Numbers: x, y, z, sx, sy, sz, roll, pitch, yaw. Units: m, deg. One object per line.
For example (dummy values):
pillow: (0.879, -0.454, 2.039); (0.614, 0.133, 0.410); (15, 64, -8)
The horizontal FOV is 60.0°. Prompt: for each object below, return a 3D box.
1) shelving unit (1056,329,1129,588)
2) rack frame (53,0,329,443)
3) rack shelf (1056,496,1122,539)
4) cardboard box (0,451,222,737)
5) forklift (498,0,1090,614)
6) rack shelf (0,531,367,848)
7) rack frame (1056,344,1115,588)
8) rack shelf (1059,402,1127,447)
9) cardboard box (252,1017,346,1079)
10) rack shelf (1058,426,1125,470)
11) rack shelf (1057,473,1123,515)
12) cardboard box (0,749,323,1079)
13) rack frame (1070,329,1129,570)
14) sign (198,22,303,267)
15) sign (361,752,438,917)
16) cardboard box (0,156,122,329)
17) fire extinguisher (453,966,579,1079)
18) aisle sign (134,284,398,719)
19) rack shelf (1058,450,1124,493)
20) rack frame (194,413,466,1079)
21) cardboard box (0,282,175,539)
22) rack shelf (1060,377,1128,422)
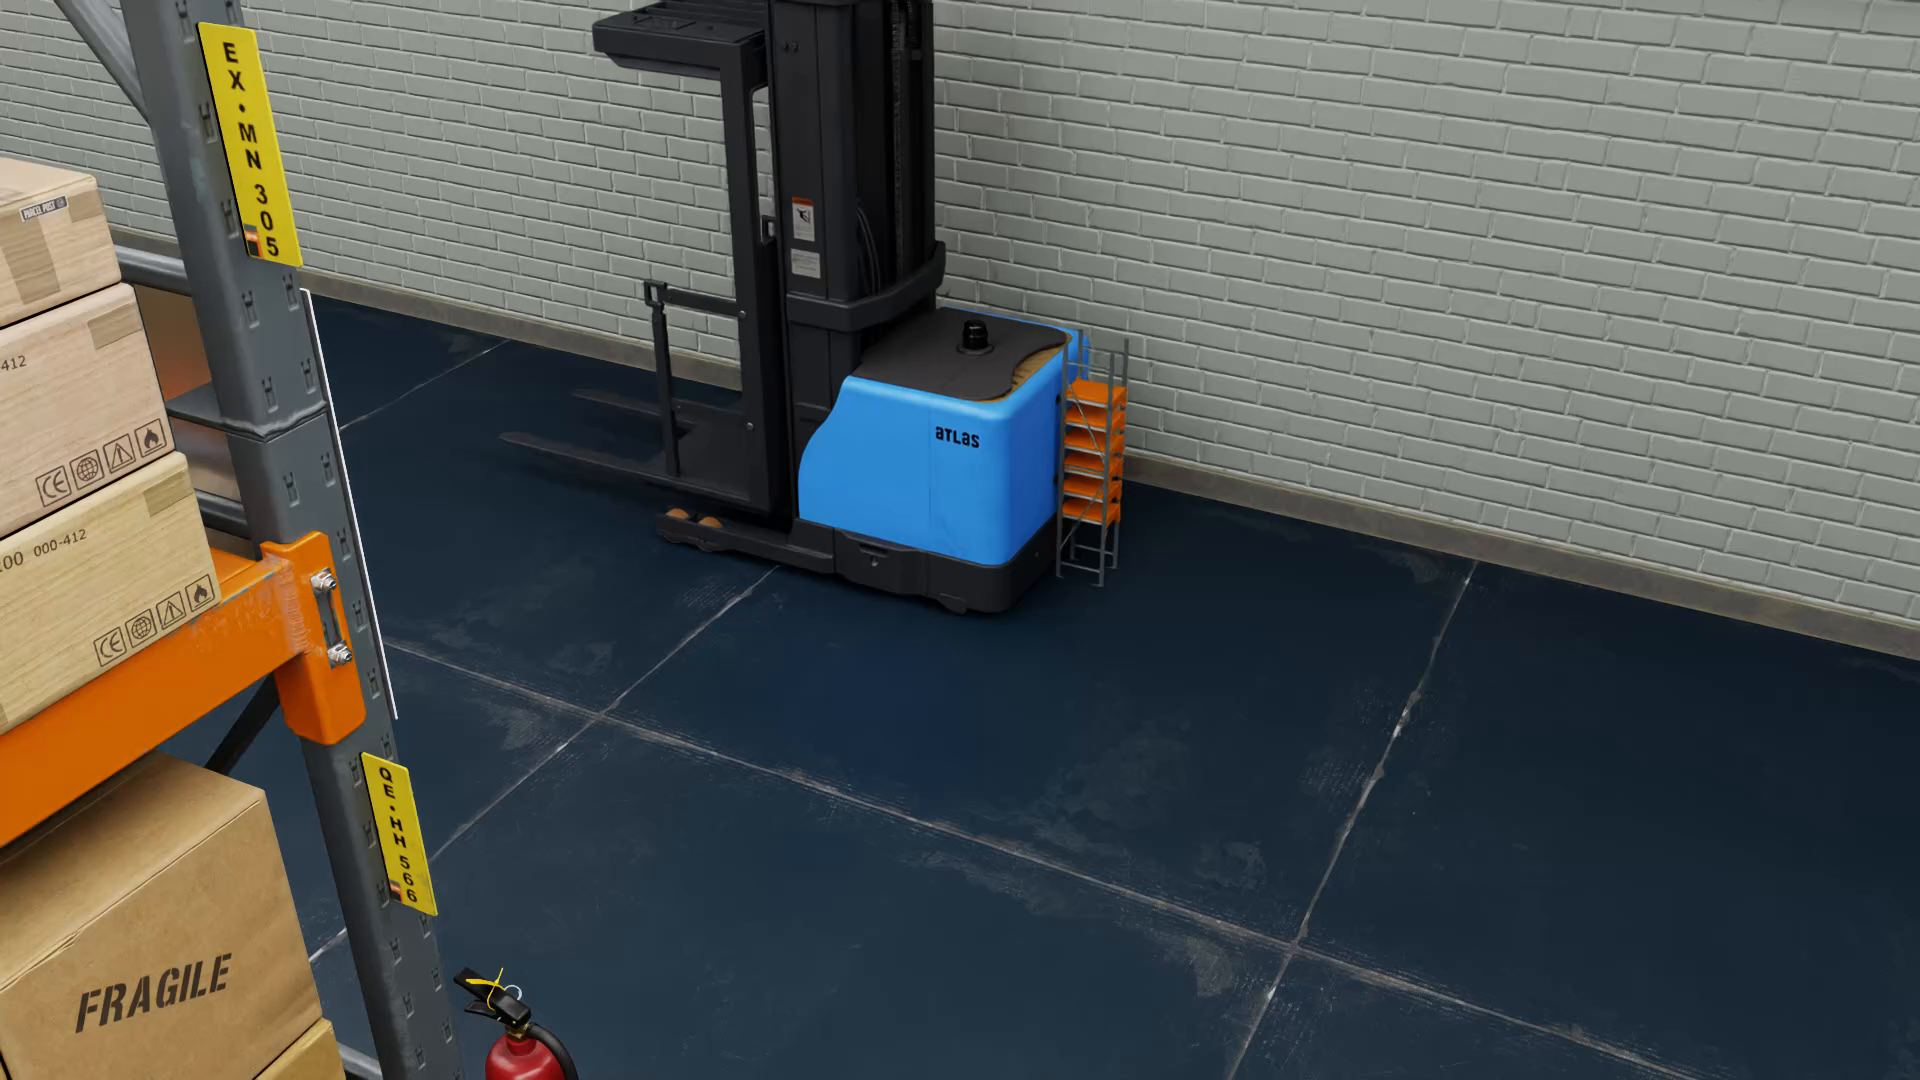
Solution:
shelving unit: (0.606, -0.362, 7.676); (0.258, 1.200, 0.189); (13, 32, 22)
rack frame: (-1.451, -1.586, 1.976); (1.000, 3.000, 0.127); (14, 33, 23)
rack shelf: (0.606, -0.116, 7.818); (0.258, 0.103, 0.180); (13, 32, 22)
cardboard box: (-1.422, 0.041, 2.305); (0.500, 0.250, 0.500); (14, 33, 22)
forklift: (-0.929, -1.432, 7.800); (3.031, 2.935, 1.130); (14, 33, 23)
rack shelf: (-2.362, 0.913, 1.358); (1.077, 0.370, 4.000); (14, 33, 23)
rack frame: (0.567, -0.321, 7.604); (0.240, 1.200, 0.006); (13, 32, 22)
rack shelf: (0.606, -0.532, 7.579); (0.258, 0.103, 0.180); (13, 32, 22)
cardboard box: (-1.426, 1.101, 2.922); (0.500, 0.500, 0.500); (15, 33, 24)
rack shelf: (0.606, -0.428, 7.638); (0.258, 0.103, 0.180); (13, 32, 22)
rack shelf: (0.606, -0.220, 7.758); (0.258, 0.103, 0.180); (13, 32, 22)
cardboard box: (-1.438, 0.669, 2.670); (0.500, 0.500, 0.500); (14, 33, 22)
rack frame: (0.645, -0.403, 7.748); (0.240, 1.200, 0.006); (13, 32, 22)
sign: (-0.966, -0.535, 2.268); (0.100, 0.325, 0.005); (14, 33, 23)
sign: (-0.966, 0.511, 2.868); (0.100, 0.325, 0.005); (14, 33, 23)
cardboard box: (-1.340, -0.396, 2.164); (0.380, 0.149, 0.250); (14, 33, 23)
fire extinguisher: (-0.925, 1.204, 3.594); (0.296, 0.674, 0.183); (14, 33, 23)
aisle sign: (-1.150, -0.076, 2.760); (0.394, 0.787, 0.004); (14, 33, 23)
rack shelf: (0.606, -0.324, 7.698); (0.258, 0.103, 0.180); (13, 32, 22)
rack frame: (-1.451, 1.015, 3.470); (1.000, 3.000, 0.127); (14, 33, 23)
cardboard box: (-1.434, -0.175, 2.180); (0.500, 0.250, 0.500); (13, 32, 22)
rack shelf: (0.606, -0.636, 7.519); (0.258, 0.103, 0.180); (13, 32, 22)
